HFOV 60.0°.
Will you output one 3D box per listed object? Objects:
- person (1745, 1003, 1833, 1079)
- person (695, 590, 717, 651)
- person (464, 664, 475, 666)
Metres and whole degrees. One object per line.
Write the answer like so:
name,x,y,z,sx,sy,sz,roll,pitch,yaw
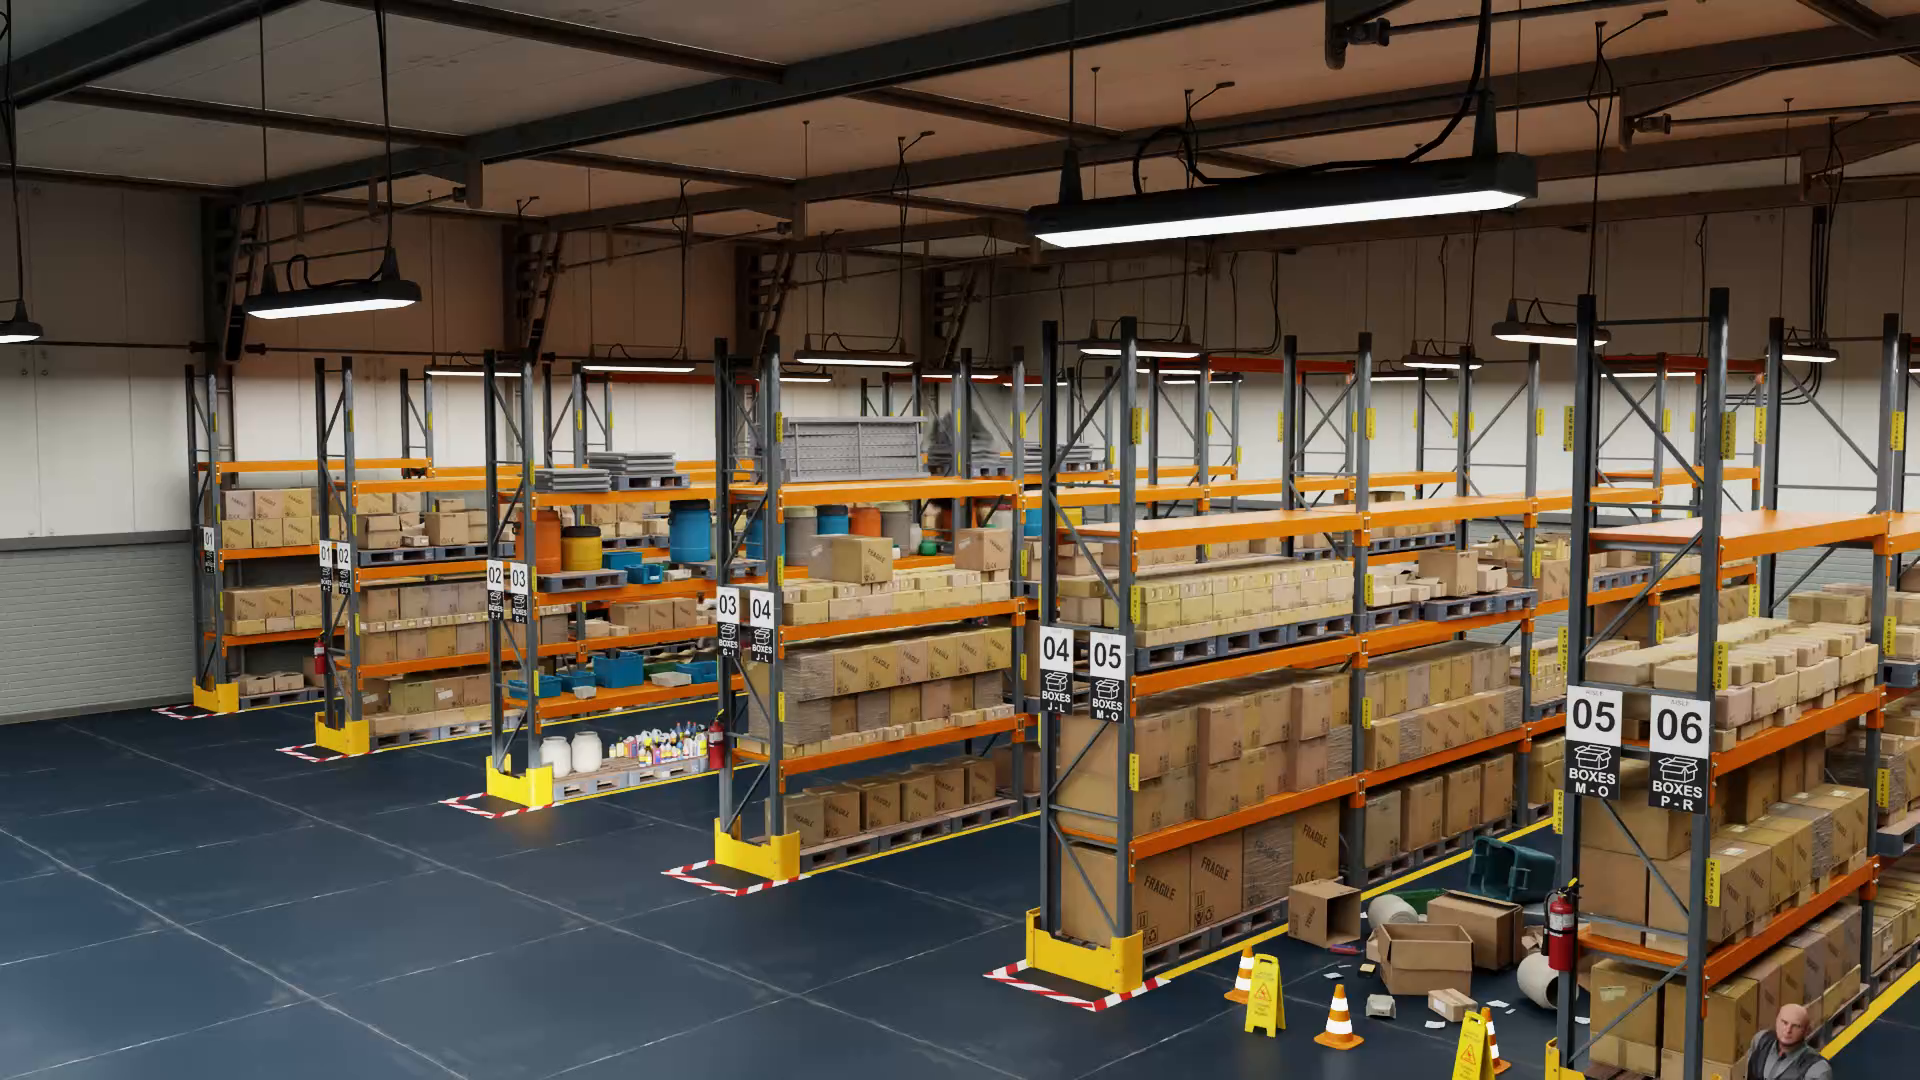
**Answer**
person,4.836,3.542,9.925,0.803,1.671,0.736,-4,6,-42
person,-5.062,1.770,32.818,0.662,1.769,0.954,3,5,33
person,-8.573,2.110,29.194,0.575,1.661,0.955,2,5,29
